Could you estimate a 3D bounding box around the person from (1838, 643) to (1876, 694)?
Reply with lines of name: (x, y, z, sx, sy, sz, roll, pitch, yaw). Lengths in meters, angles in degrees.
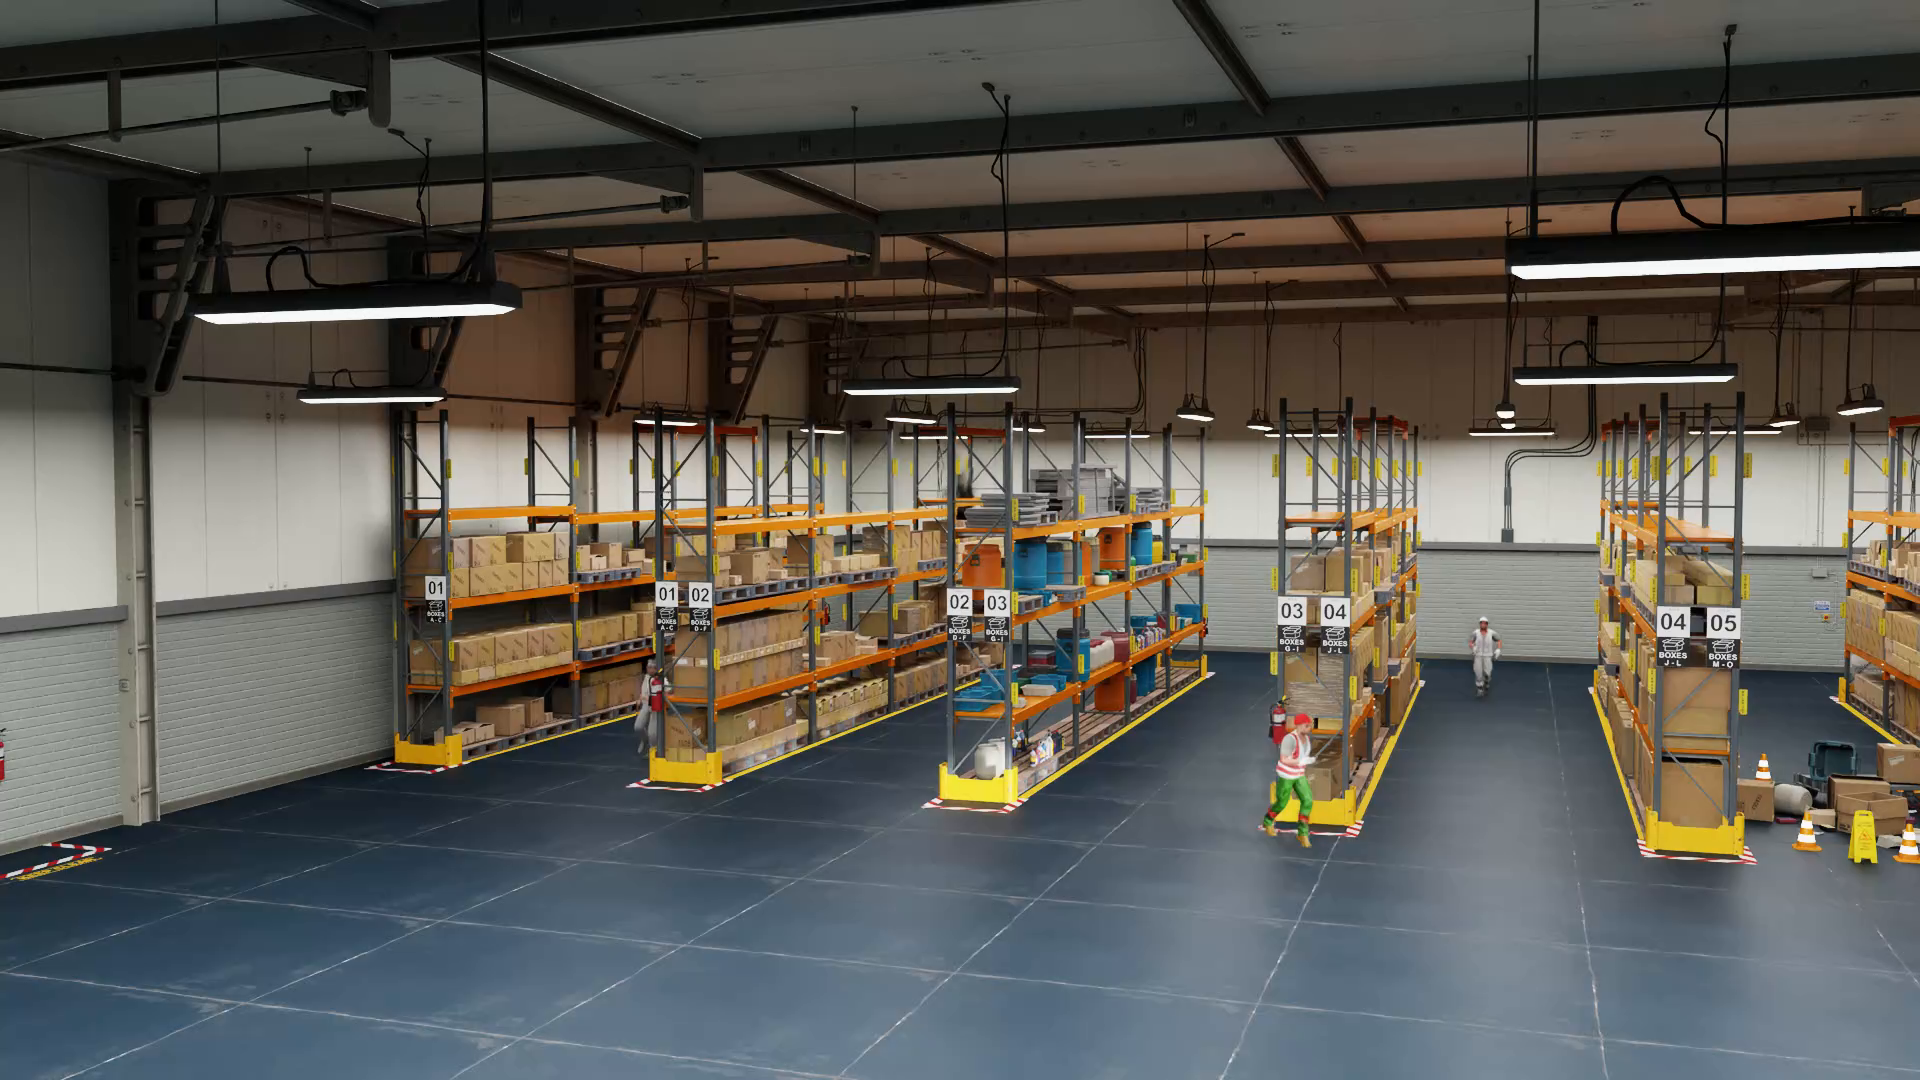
person: (19.918, 2.551, 36.845, 0.851, 1.764, 0.712, 0, 2, 7)

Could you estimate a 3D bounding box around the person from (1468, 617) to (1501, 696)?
person: (11.471, 2.563, 36.367, 0.696, 1.746, 0.625, 1, 3, 18)

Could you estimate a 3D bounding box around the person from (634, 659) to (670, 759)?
person: (-5.331, 2.919, 28.719, 0.760, 1.737, 0.603, 1, 3, 20)

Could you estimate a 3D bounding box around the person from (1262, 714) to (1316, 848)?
person: (4.409, 3.199, 22.186, 0.685, 1.825, 0.954, -2, 3, -38)
